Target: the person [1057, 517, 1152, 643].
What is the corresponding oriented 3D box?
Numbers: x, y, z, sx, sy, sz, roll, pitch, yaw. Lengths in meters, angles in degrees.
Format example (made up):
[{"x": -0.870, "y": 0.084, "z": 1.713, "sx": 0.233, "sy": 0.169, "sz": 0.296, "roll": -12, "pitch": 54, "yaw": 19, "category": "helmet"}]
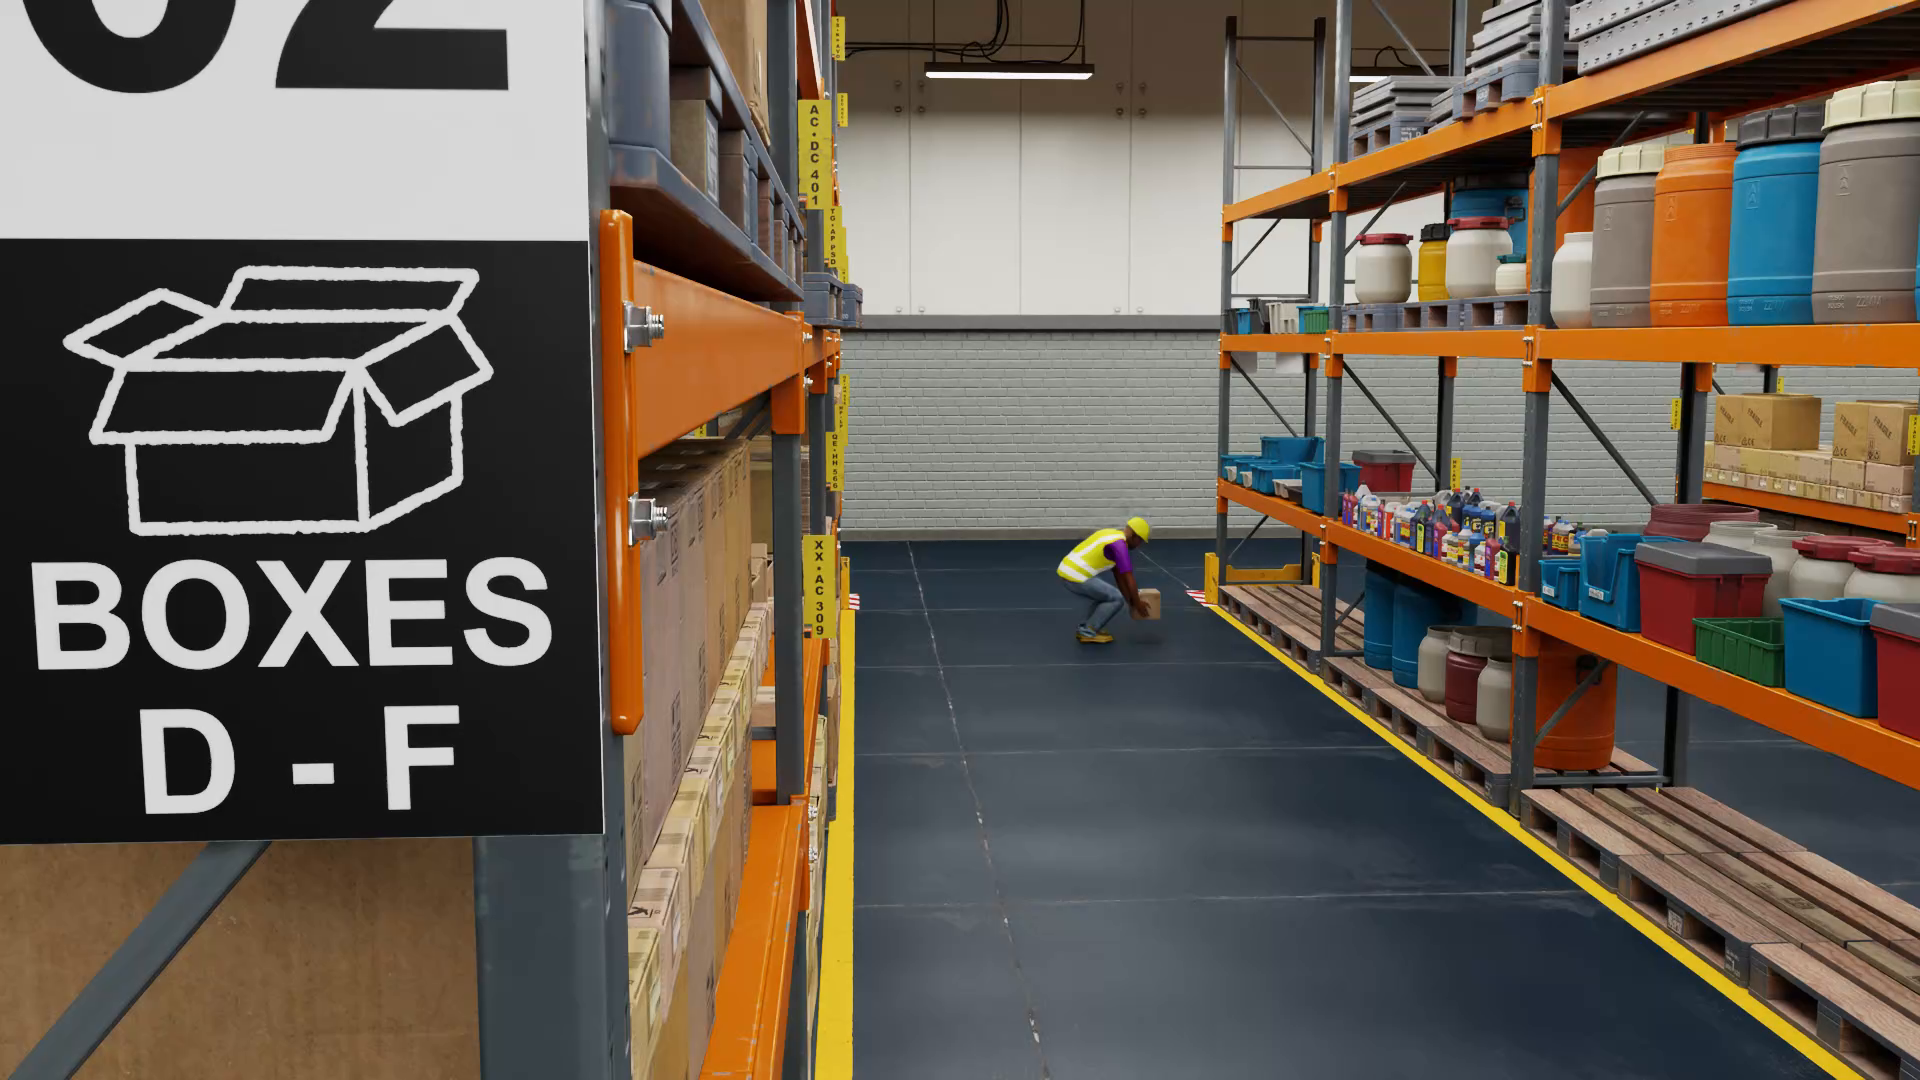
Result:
[{"x": 1.322, "y": 0.357, "z": 15.342, "sx": 0.857, "sy": 1.133, "sz": 0.607, "roll": 0, "pitch": 7, "yaw": -4, "category": "person"}]
